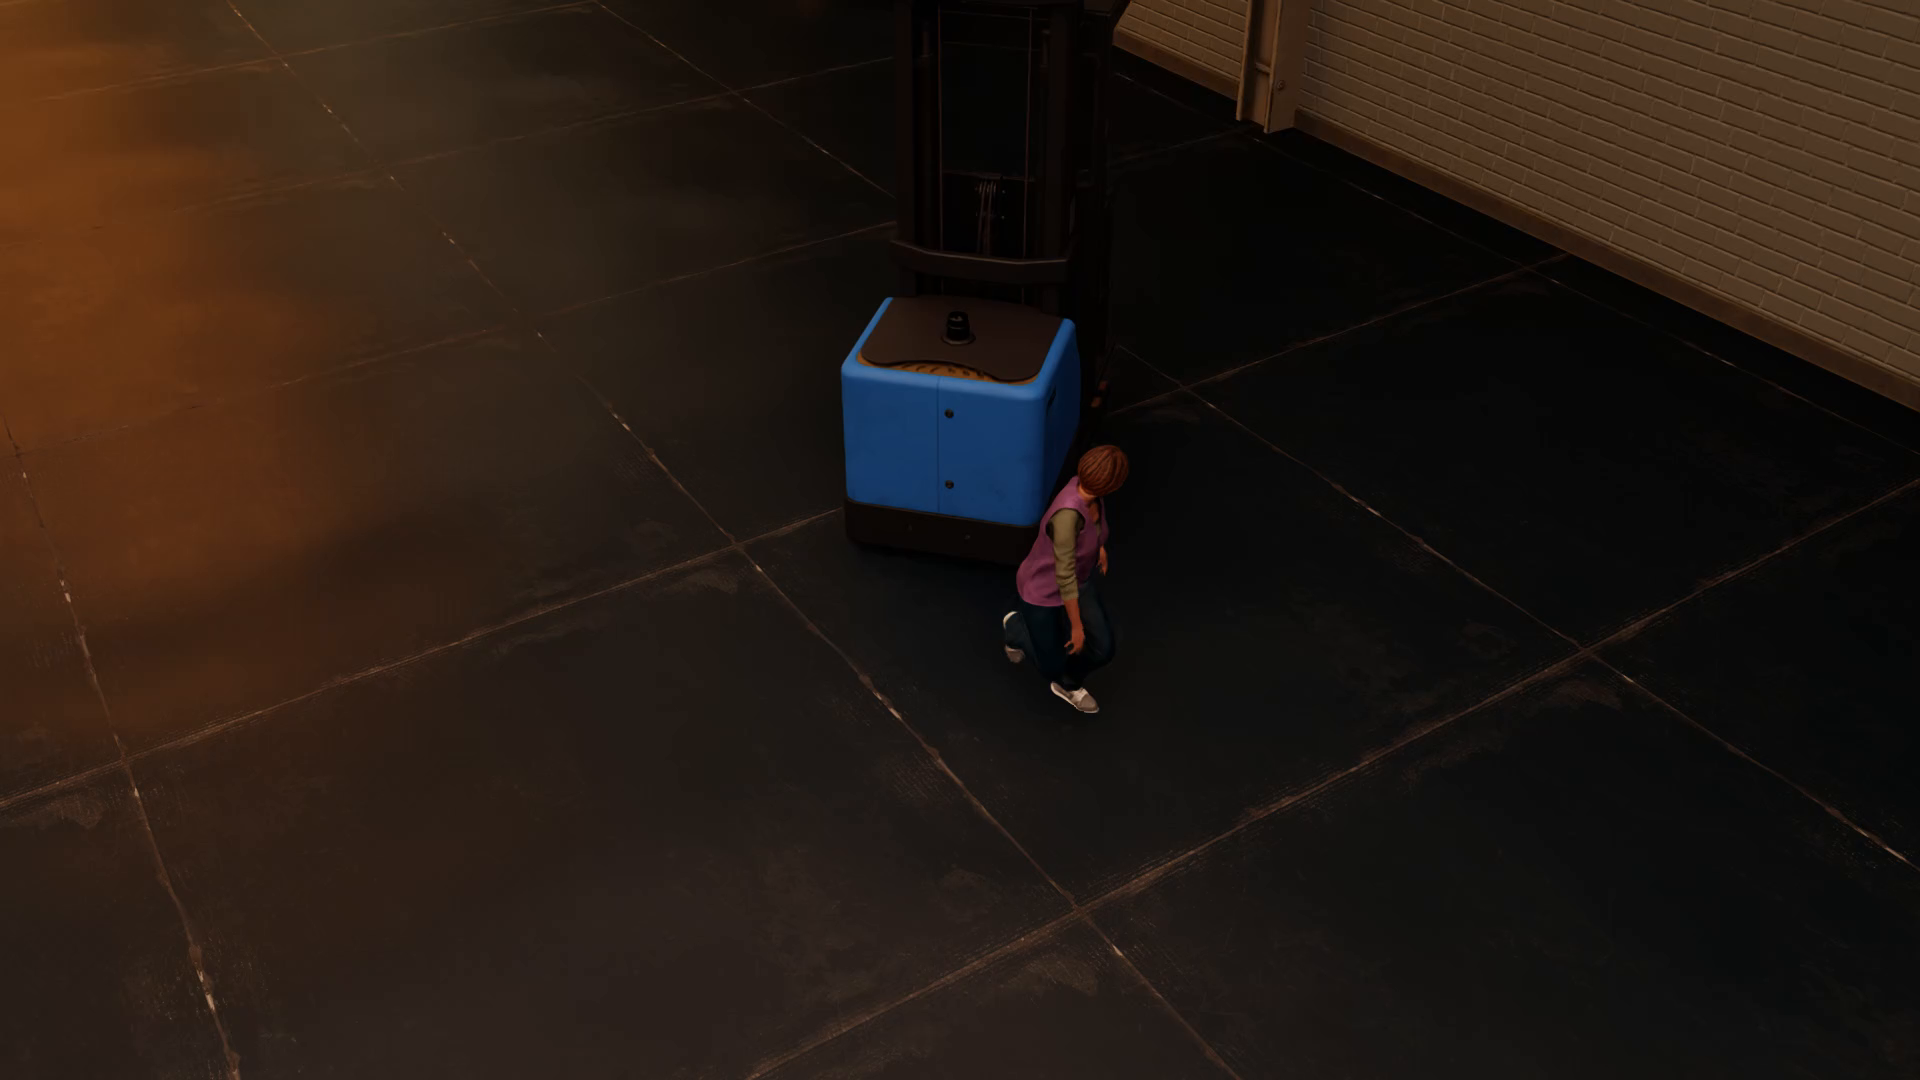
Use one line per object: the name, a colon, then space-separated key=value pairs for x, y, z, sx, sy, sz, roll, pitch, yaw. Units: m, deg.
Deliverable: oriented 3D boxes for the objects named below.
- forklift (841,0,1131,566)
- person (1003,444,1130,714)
forklift: x=0.272 y=-1.912 z=8.868 sx=1.130 sy=2.935 sz=3.031 roll=9 pitch=36 yaw=12
person: x=0.461 y=0.137 z=7.322 sx=0.576 sy=1.395 sz=0.647 roll=-30 pitch=45 yaw=-35
